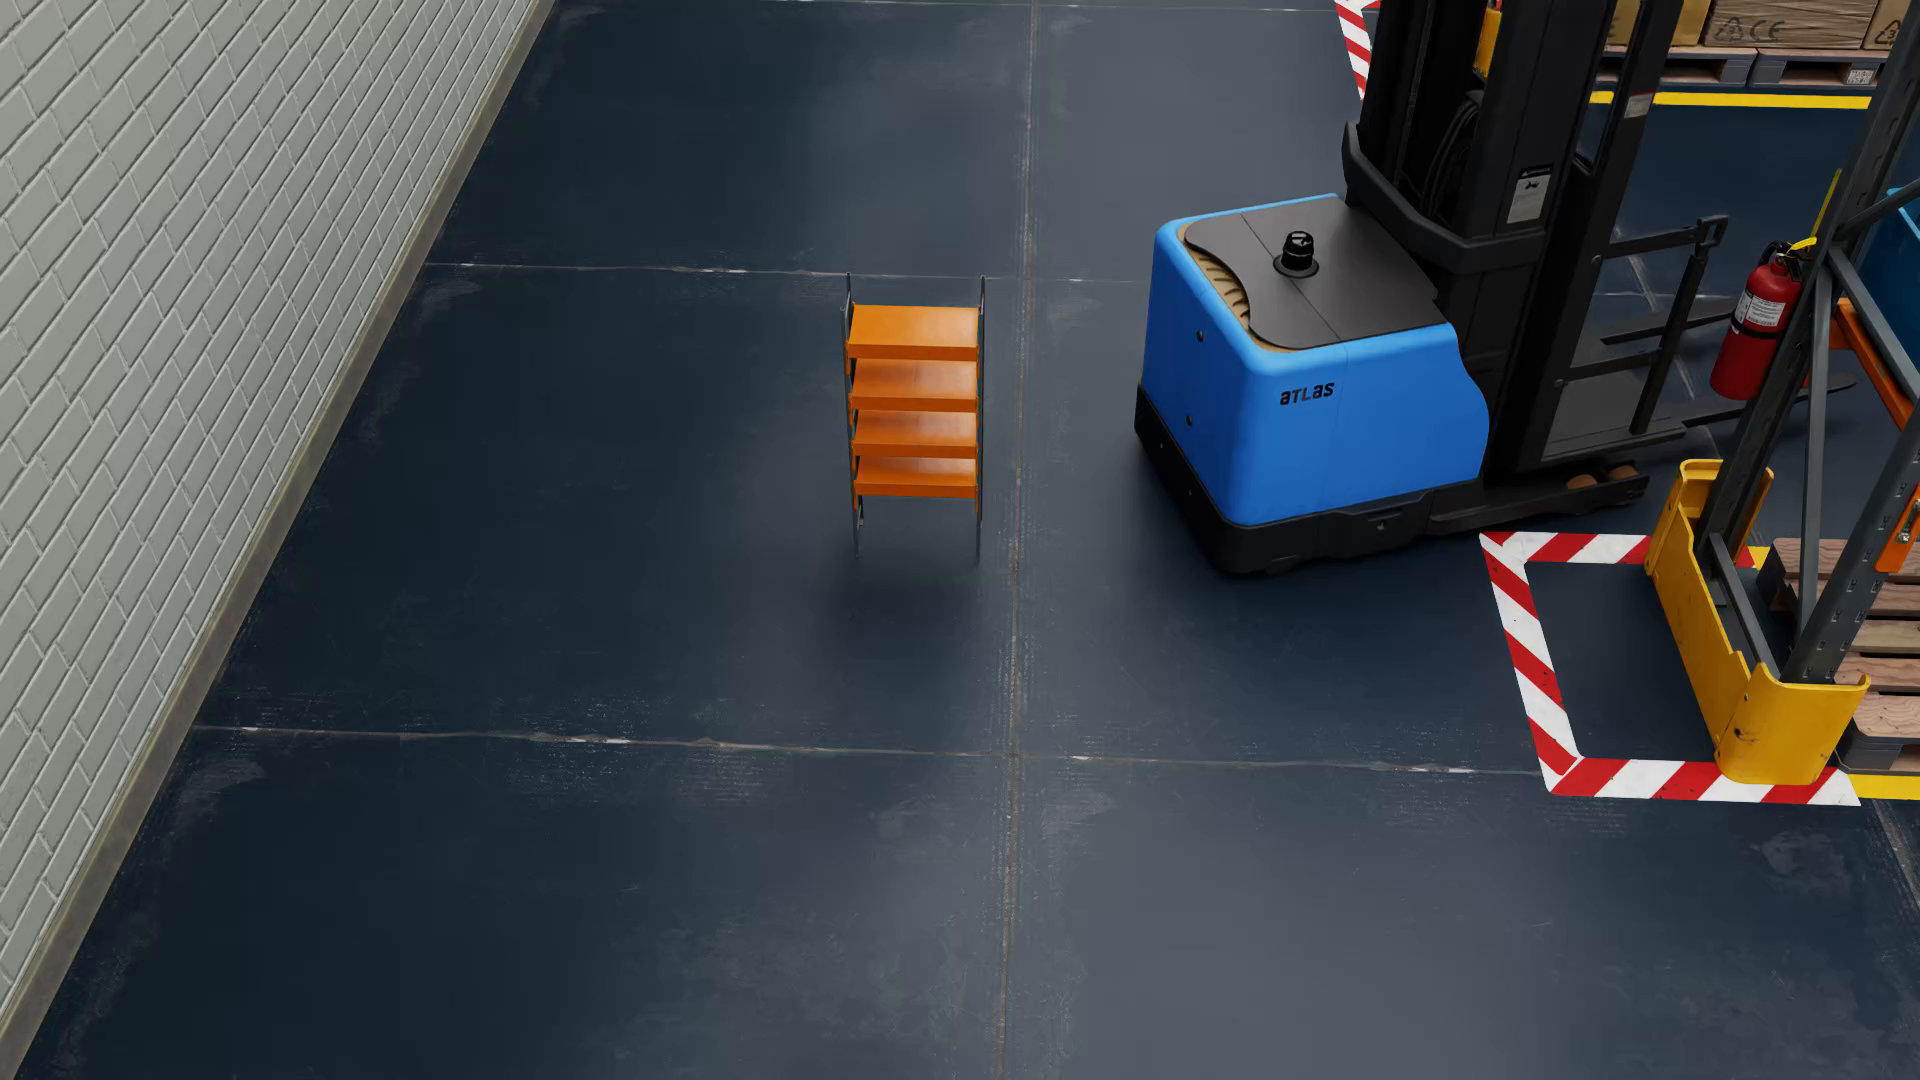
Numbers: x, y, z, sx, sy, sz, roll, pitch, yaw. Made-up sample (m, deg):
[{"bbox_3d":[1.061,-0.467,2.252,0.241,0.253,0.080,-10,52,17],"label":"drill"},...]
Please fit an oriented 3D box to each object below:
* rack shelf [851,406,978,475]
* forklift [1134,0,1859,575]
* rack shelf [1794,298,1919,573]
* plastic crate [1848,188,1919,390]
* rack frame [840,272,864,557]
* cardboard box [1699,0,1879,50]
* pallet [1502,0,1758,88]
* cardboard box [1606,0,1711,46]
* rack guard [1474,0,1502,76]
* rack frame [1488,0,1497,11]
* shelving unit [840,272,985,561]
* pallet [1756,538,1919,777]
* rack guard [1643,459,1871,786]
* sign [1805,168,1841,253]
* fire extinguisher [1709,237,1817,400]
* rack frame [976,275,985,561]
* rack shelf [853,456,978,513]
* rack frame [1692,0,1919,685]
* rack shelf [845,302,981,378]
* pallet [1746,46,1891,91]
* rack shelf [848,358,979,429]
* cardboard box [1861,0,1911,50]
[{"bbox_3d":[-0.165,-0.395,6.392,0.480,0.148,0.258,2,43,2],"label":"rack shelf"},{"bbox_3d":[2.326,-1.512,6.223,3.031,2.935,1.130,-12,44,-12],"label":"forklift"},{"bbox_3d":[4.902,-0.322,5.423,4.000,0.370,1.077,2,43,2],"label":"rack shelf"},{"bbox_3d":[3.246,-0.798,5.337,0.499,0.435,0.616,2,43,2],"label":"plastic crate"},{"bbox_3d":[-0.409,-0.452,6.355,0.015,1.200,0.240,2,43,2],"label":"rack frame"},{"bbox_3d":[4.679,-3.402,9.452,0.875,0.875,0.875,2,43,2],"label":"cardboard box"},{"bbox_3d":[3.929,-3.028,9.845,1.213,0.211,1.003,2,43,2],"label":"pallet"},{"bbox_3d":[3.770,-3.430,9.482,0.875,0.875,0.875,2,43,2],"label":"cardboard box"},{"bbox_3d":[3.103,-3.105,9.717,0.348,0.500,1.175,2,43,2],"label":"rack guard"},{"bbox_3d":[3.127,-4.019,8.864,0.127,3.000,1.000,2,43,2],"label":"rack frame"},{"bbox_3d":[-0.165,-0.444,6.346,0.503,1.200,0.258,2,43,2],"label":"shelving unit"},{"bbox_3d":[3.726,0.425,6.138,1.213,0.211,1.003,2,43,2],"label":"pallet"},{"bbox_3d":[2.879,0.276,6.087,0.348,0.500,1.175,2,43,2],"label":"rack guard"},{"bbox_3d":[2.912,-1.081,5.591,0.005,0.325,0.100,2,43,2],"label":"sign"},{"bbox_3d":[2.773,-0.796,5.734,0.183,0.674,0.296,2,43,2],"label":"fire extinguisher"},{"bbox_3d":[0.078,-0.437,6.338,0.015,1.200,0.240,2,43,2],"label":"rack frame"},{"bbox_3d":[-0.165,-0.250,6.528,0.480,0.148,0.258,2,43,2],"label":"rack shelf"},{"bbox_3d":[2.904,-0.647,5.244,0.127,3.000,1.000,2,43,2],"label":"rack frame"},{"bbox_3d":[-0.165,-0.732,6.079,0.480,0.148,0.258,2,43,2],"label":"rack shelf"},{"bbox_3d":[5.144,-2.988,9.803,1.213,0.211,1.003,2,43,2],"label":"pallet"},{"bbox_3d":[-0.165,-0.559,6.240,0.480,0.148,0.258,2,43,2],"label":"rack shelf"},{"bbox_3d":[5.568,-3.375,9.423,0.875,0.875,0.875,2,43,2],"label":"cardboard box"}]
